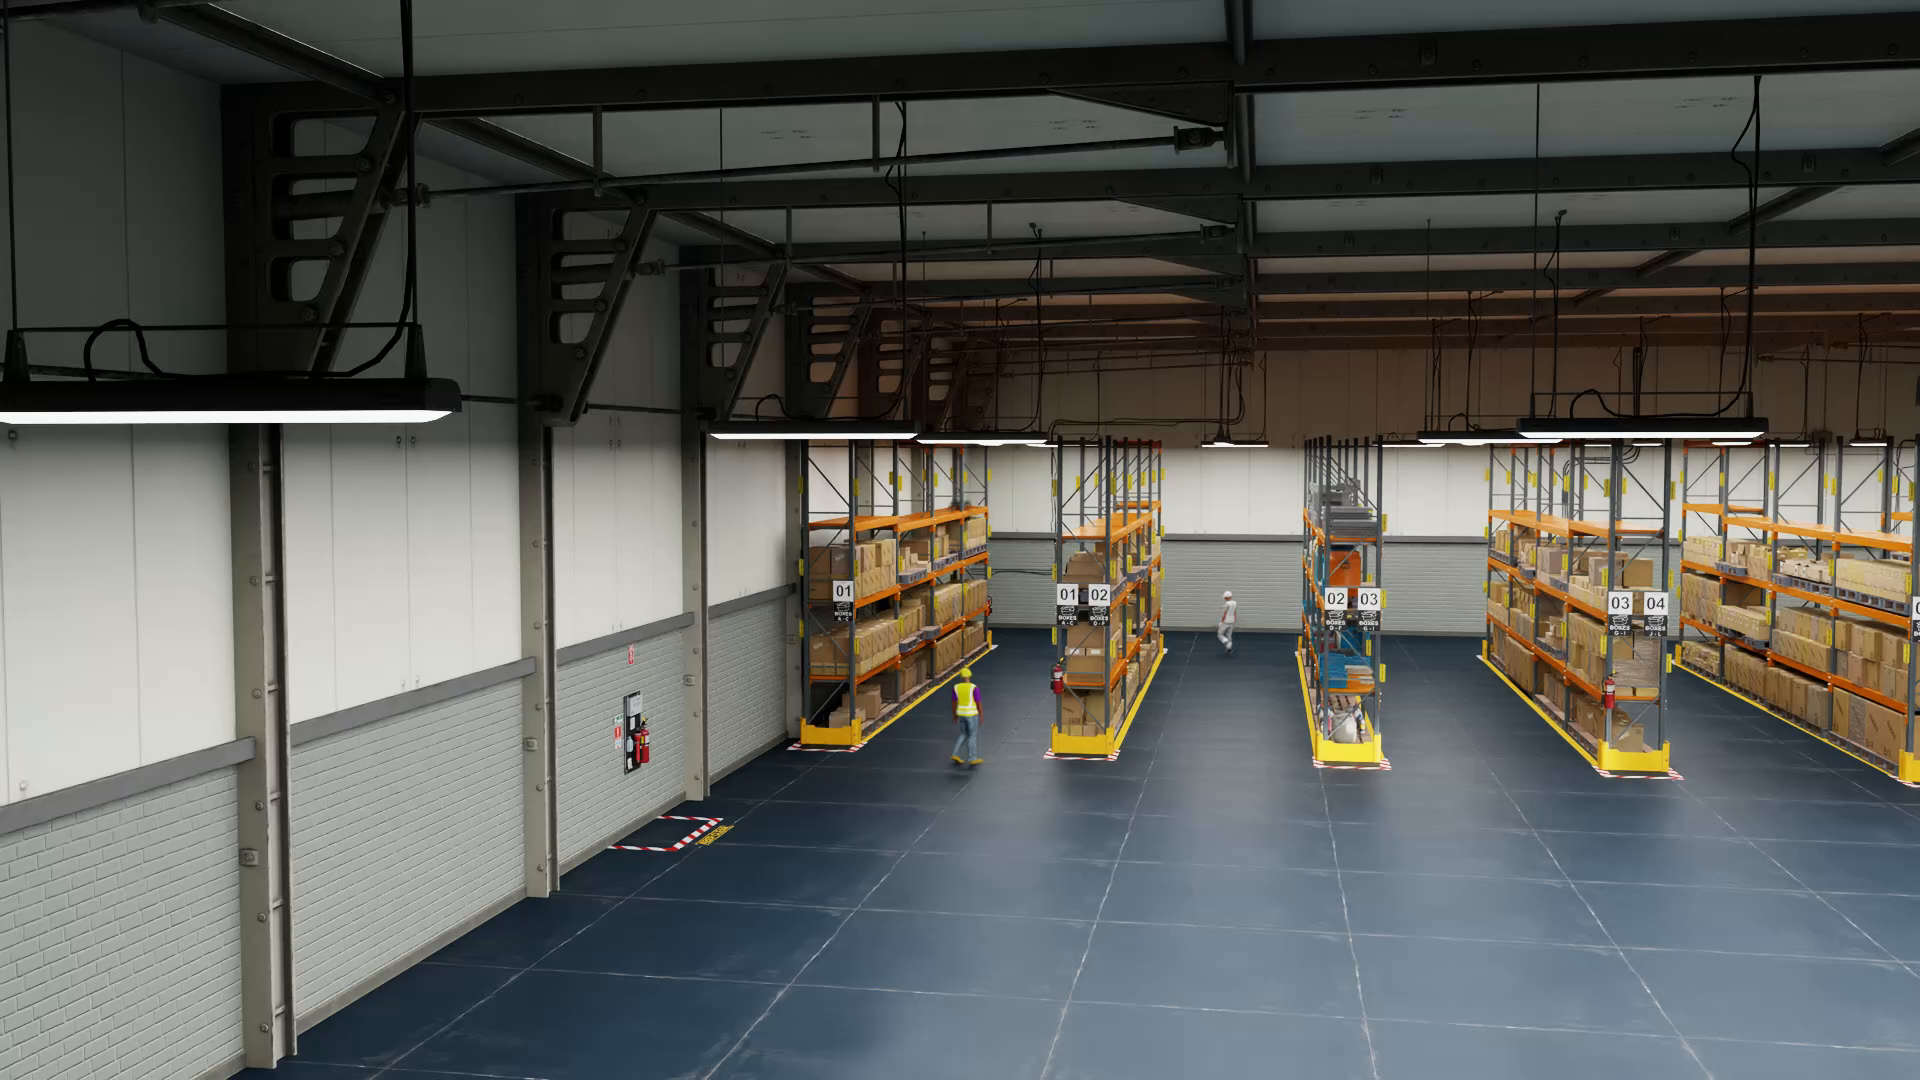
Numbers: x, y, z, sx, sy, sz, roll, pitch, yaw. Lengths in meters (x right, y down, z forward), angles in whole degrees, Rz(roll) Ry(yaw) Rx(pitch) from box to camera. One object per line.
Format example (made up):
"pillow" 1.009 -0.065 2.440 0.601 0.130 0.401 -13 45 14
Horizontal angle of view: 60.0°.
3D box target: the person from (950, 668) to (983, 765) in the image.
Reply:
"person" 0.166 3.207 30.340 0.575 1.773 0.510 3 4 44

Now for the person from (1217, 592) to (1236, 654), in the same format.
"person" 7.449 2.327 46.500 0.569 1.785 0.610 3 4 42
